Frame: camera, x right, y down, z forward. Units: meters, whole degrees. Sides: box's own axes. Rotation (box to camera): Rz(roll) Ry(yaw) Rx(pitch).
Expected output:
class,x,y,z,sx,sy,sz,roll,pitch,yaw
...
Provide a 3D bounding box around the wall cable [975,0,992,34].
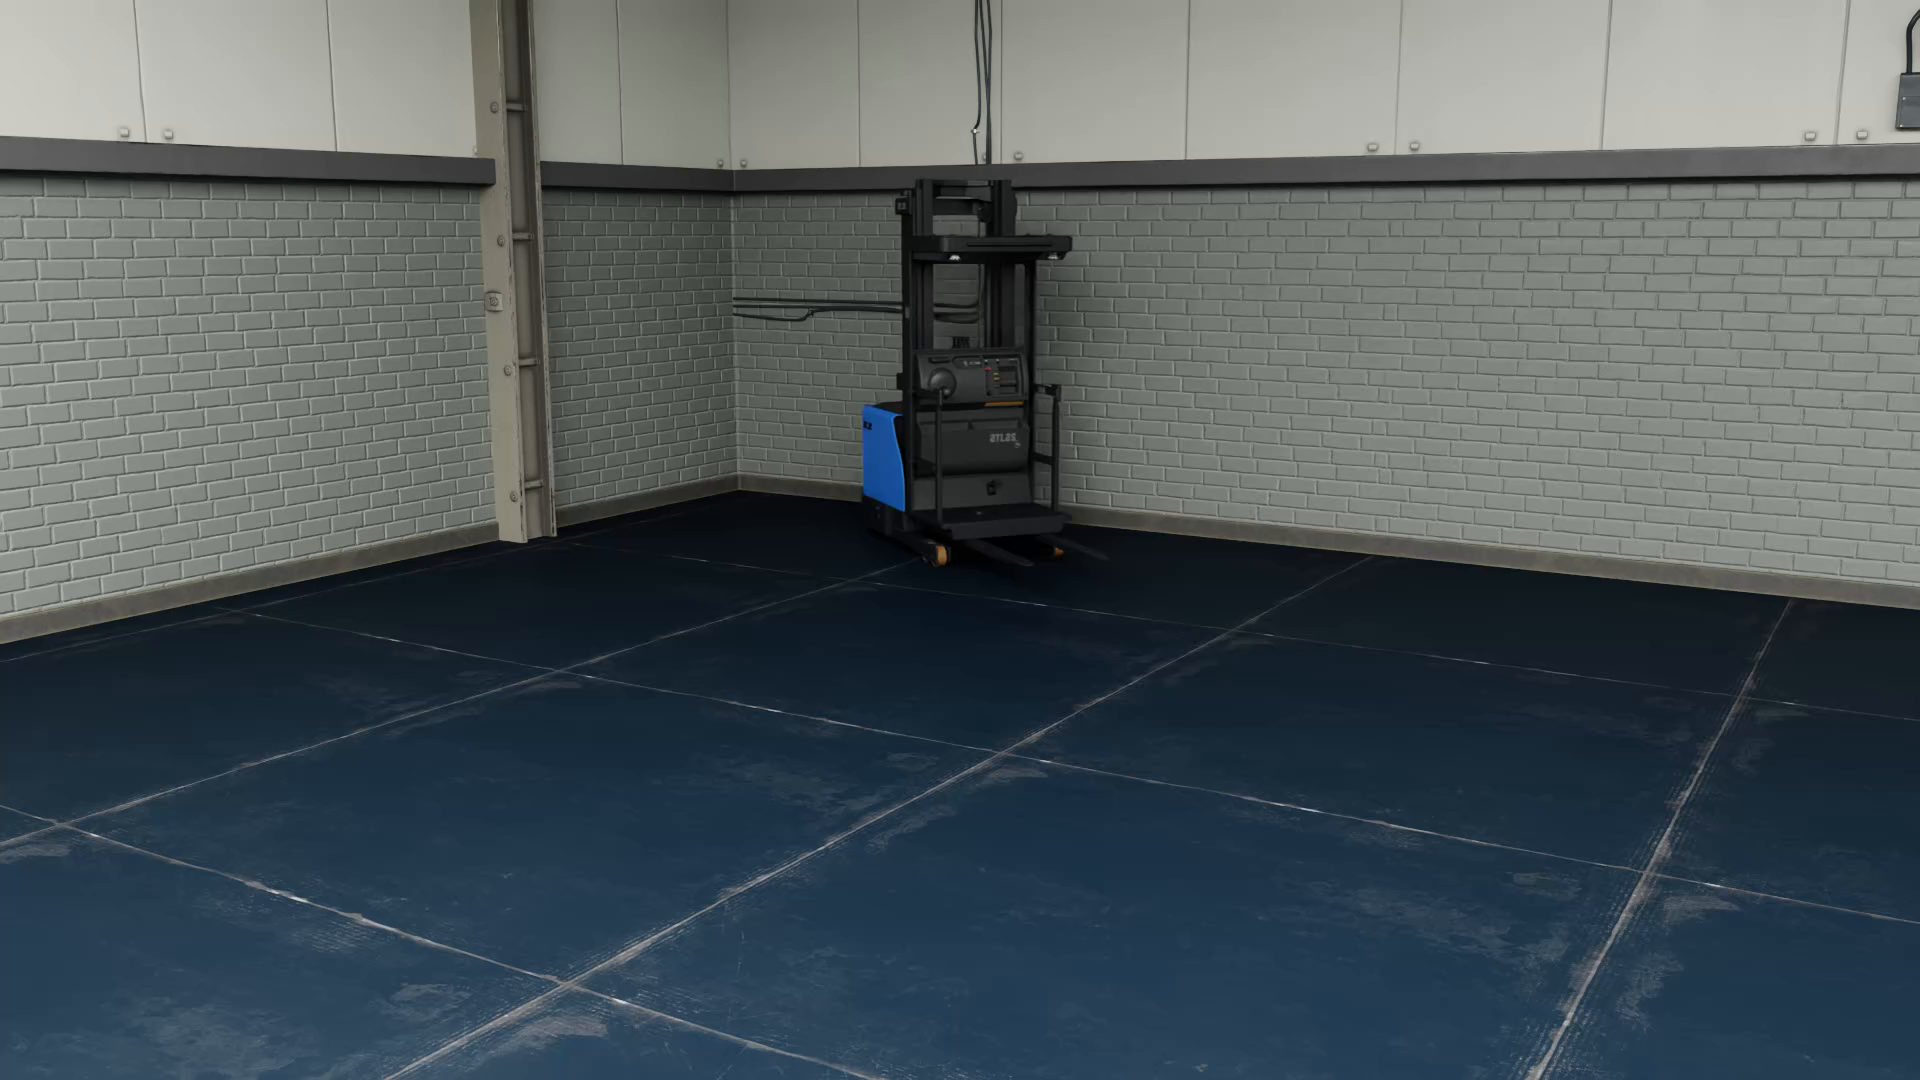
class,x,y,z,sx,sy,sz,roll,pitch,yaw
wall cable,1.334,-5.478,13.391,3.097,2.526,0.112,6,12,31

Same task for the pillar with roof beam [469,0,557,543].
class,x,y,z,sx,sy,sz,roll,pitch,yaw
pillar with roof beam,0.041,-4.032,10.953,9.100,9.000,0.400,6,12,31

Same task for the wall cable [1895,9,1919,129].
class,x,y,z,sx,sy,sz,roll,pitch,yaw
wall cable,7.127,-5.543,9.779,2.305,6.003,0.169,6,12,31

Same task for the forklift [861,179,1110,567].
class,x,y,z,sx,sy,sz,roll,pitch,yaw
forklift,0.189,-1.323,12.970,1.130,2.935,3.031,-4,11,-22

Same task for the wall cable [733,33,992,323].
class,x,y,z,sx,sy,sz,roll,pitch,yaw
wall cable,-0.978,-3.254,15.236,3.097,2.526,0.112,6,12,31
